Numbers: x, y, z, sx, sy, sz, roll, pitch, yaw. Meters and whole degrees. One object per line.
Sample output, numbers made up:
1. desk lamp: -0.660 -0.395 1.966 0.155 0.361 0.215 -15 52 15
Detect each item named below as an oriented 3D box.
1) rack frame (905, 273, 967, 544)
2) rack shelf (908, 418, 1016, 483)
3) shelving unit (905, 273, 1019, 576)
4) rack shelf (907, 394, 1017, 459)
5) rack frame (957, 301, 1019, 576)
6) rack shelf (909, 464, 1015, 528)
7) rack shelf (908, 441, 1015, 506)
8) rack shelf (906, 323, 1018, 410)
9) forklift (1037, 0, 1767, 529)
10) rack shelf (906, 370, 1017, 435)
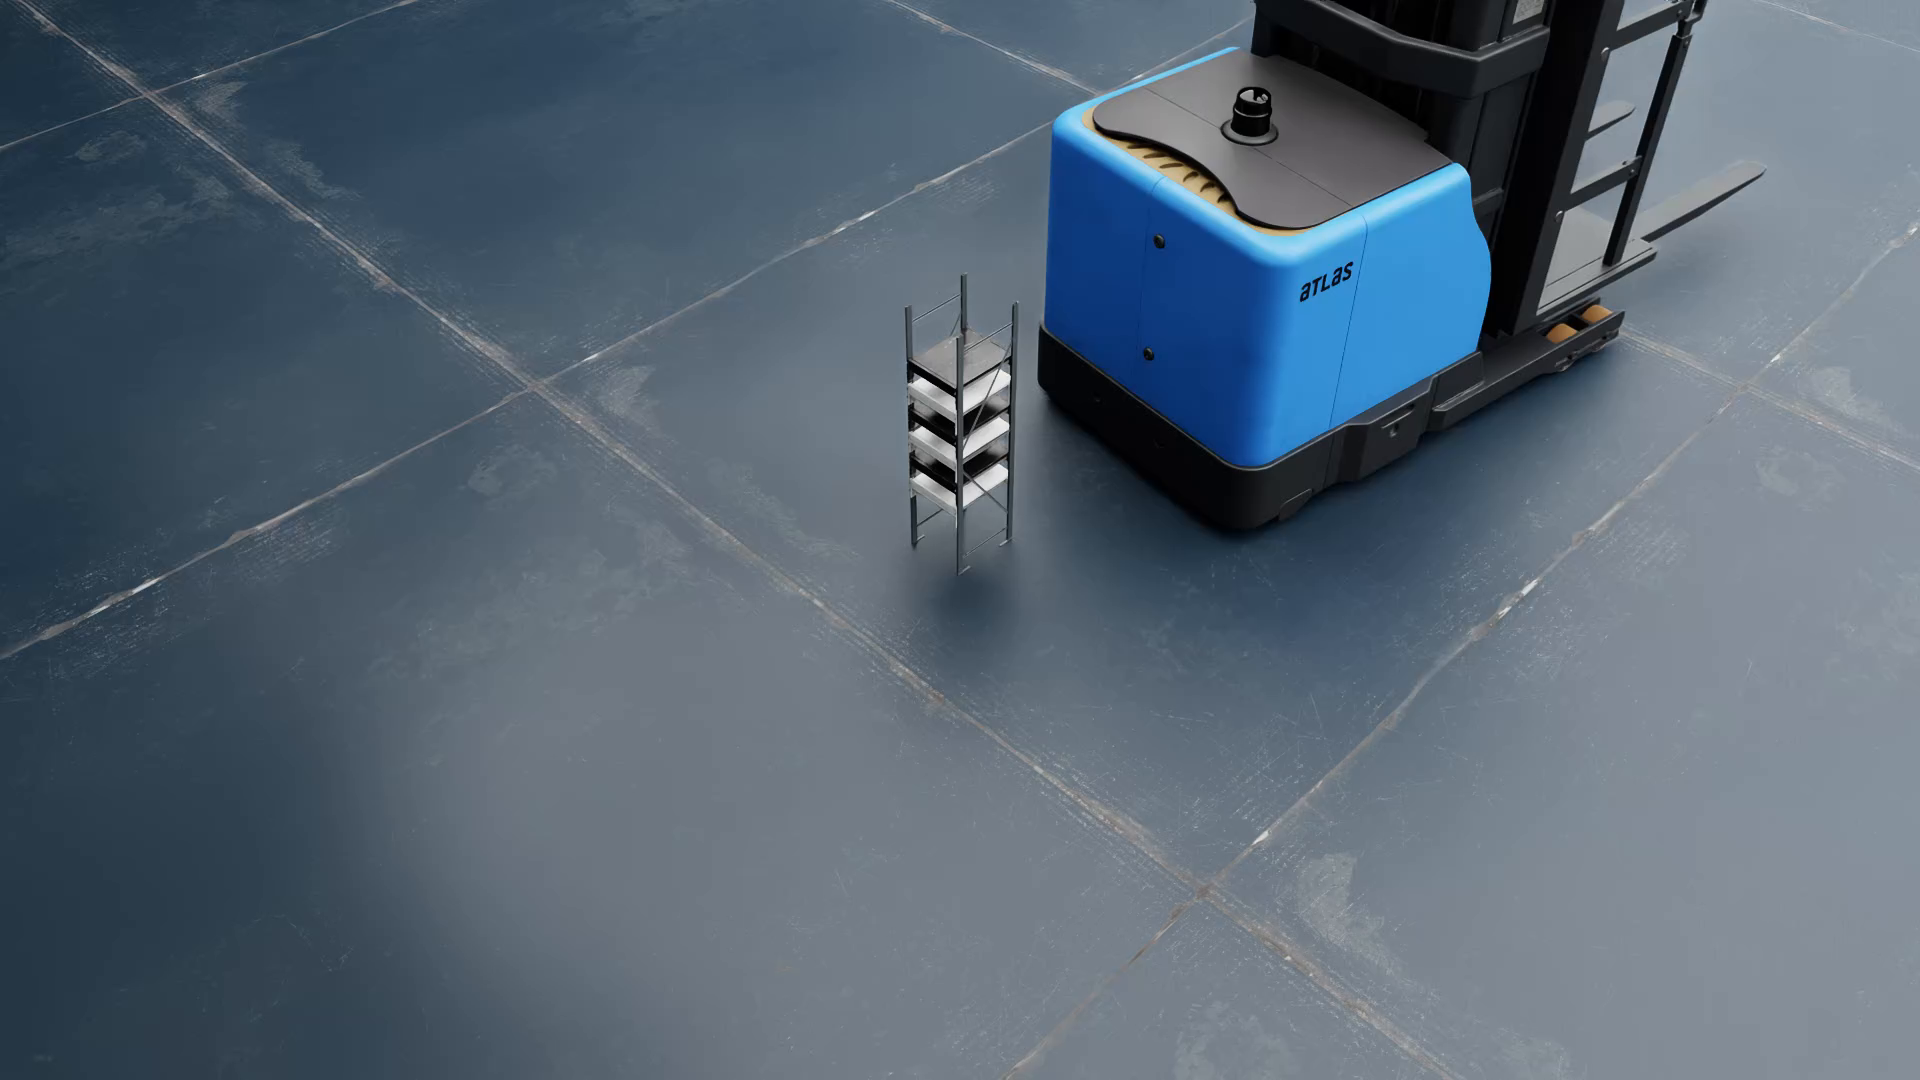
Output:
1. rack frame: -0.066 -0.375 4.993 0.240 0.900 0.006 -34 53 -31
2. rack shelf: 0.006 -0.302 4.963 0.258 0.077 0.200 -34 53 -31
3. shelving unit: 0.006 -0.327 4.940 0.258 0.900 0.210 -34 53 -31
4. rack shelf: 0.006 -0.368 4.902 0.258 0.077 0.200 -34 53 -31
5. rack frame: 0.078 -0.278 4.888 0.240 0.900 0.006 -34 53 -31
6. rack shelf: 0.006 -0.170 5.085 0.258 0.077 0.200 -34 53 -31
7. rack shelf: 0.006 -0.236 5.024 0.258 0.077 0.200 -34 53 -31
8. rack shelf: 0.006 -0.500 4.780 0.258 0.077 0.200 -34 53 -31
9. forklift: 1.748 -1.933 5.182 3.031 2.935 1.130 -27 49 -26
10. rack shelf: 0.006 -0.434 4.841 0.258 0.077 0.200 -34 53 -31
